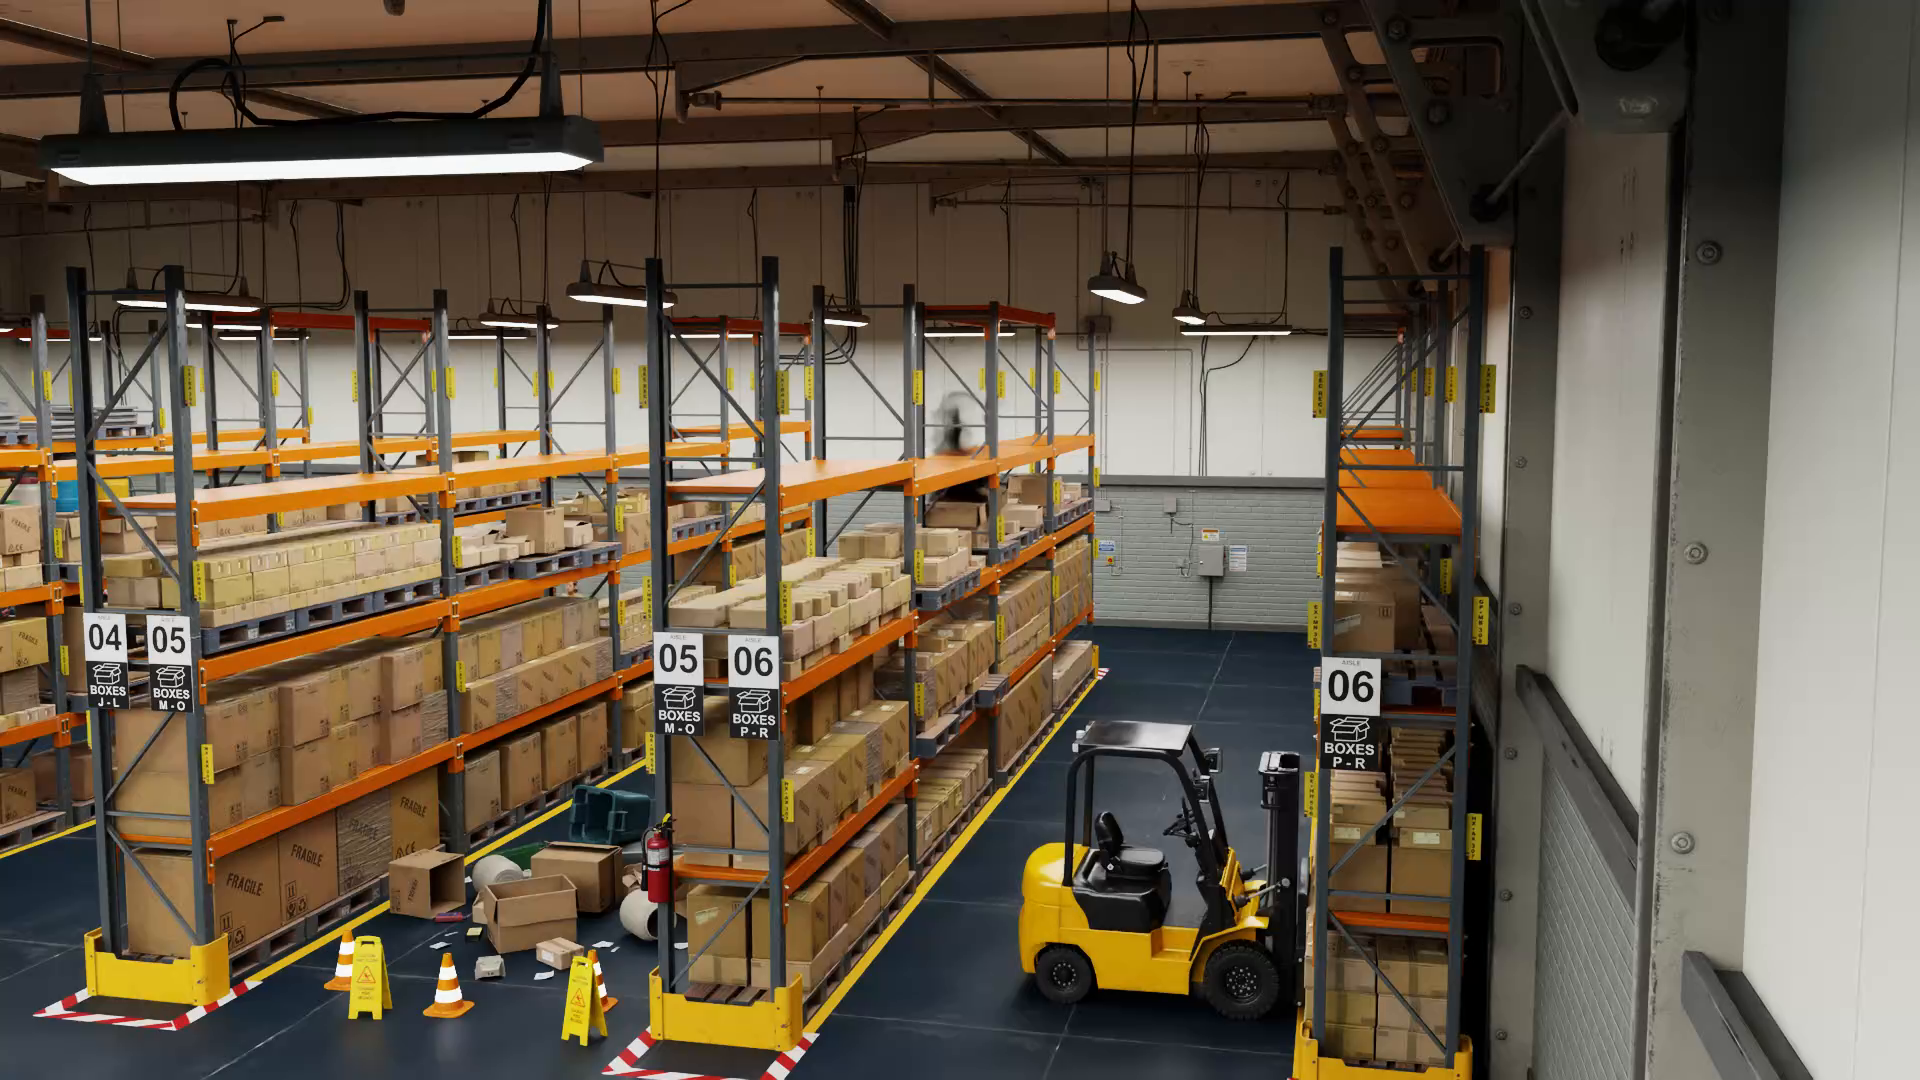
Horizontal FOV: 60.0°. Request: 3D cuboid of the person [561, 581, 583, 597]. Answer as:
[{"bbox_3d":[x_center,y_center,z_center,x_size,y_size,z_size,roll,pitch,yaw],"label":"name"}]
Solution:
[{"bbox_3d":[-6.593,1.485,28.217,0.544,1.687,0.772,0,6,4],"label":"person"}]
